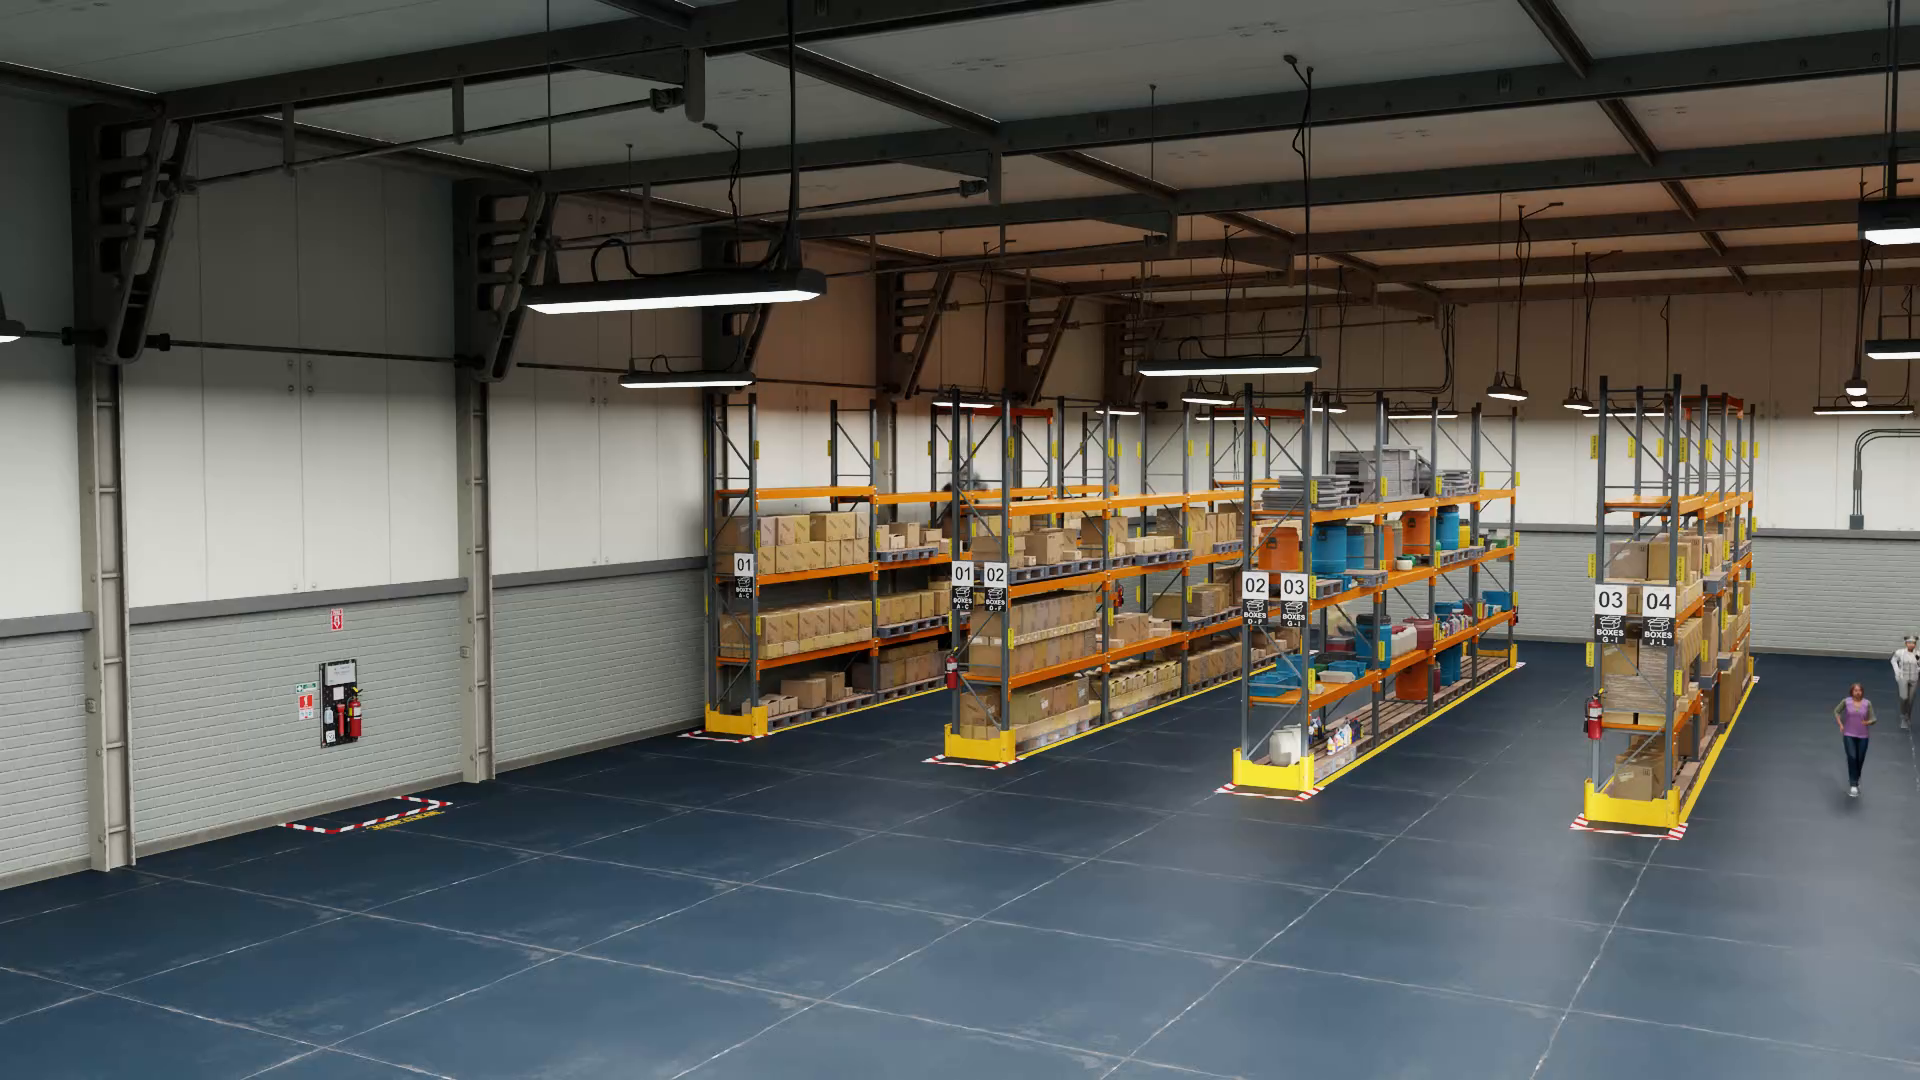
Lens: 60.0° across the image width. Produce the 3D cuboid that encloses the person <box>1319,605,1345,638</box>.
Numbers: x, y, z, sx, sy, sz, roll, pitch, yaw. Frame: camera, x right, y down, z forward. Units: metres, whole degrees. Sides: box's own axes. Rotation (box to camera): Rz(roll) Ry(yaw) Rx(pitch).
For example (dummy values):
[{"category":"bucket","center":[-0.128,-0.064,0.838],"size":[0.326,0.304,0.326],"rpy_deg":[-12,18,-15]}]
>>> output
[{"category":"person","center":[8.341,2.172,37.310],"size":[0.579,1.701,0.723],"rpy_deg":[1,3,12]}]

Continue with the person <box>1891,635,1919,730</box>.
[{"category":"person","center":[17.116,2.556,29.976],"size":[0.524,1.725,0.787],"rpy_deg":[1,3,19]}]

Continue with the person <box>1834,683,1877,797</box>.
[{"category":"person","center":[13.066,2.883,24.269],"size":[0.532,1.616,0.758],"rpy_deg":[1,3,20]}]
